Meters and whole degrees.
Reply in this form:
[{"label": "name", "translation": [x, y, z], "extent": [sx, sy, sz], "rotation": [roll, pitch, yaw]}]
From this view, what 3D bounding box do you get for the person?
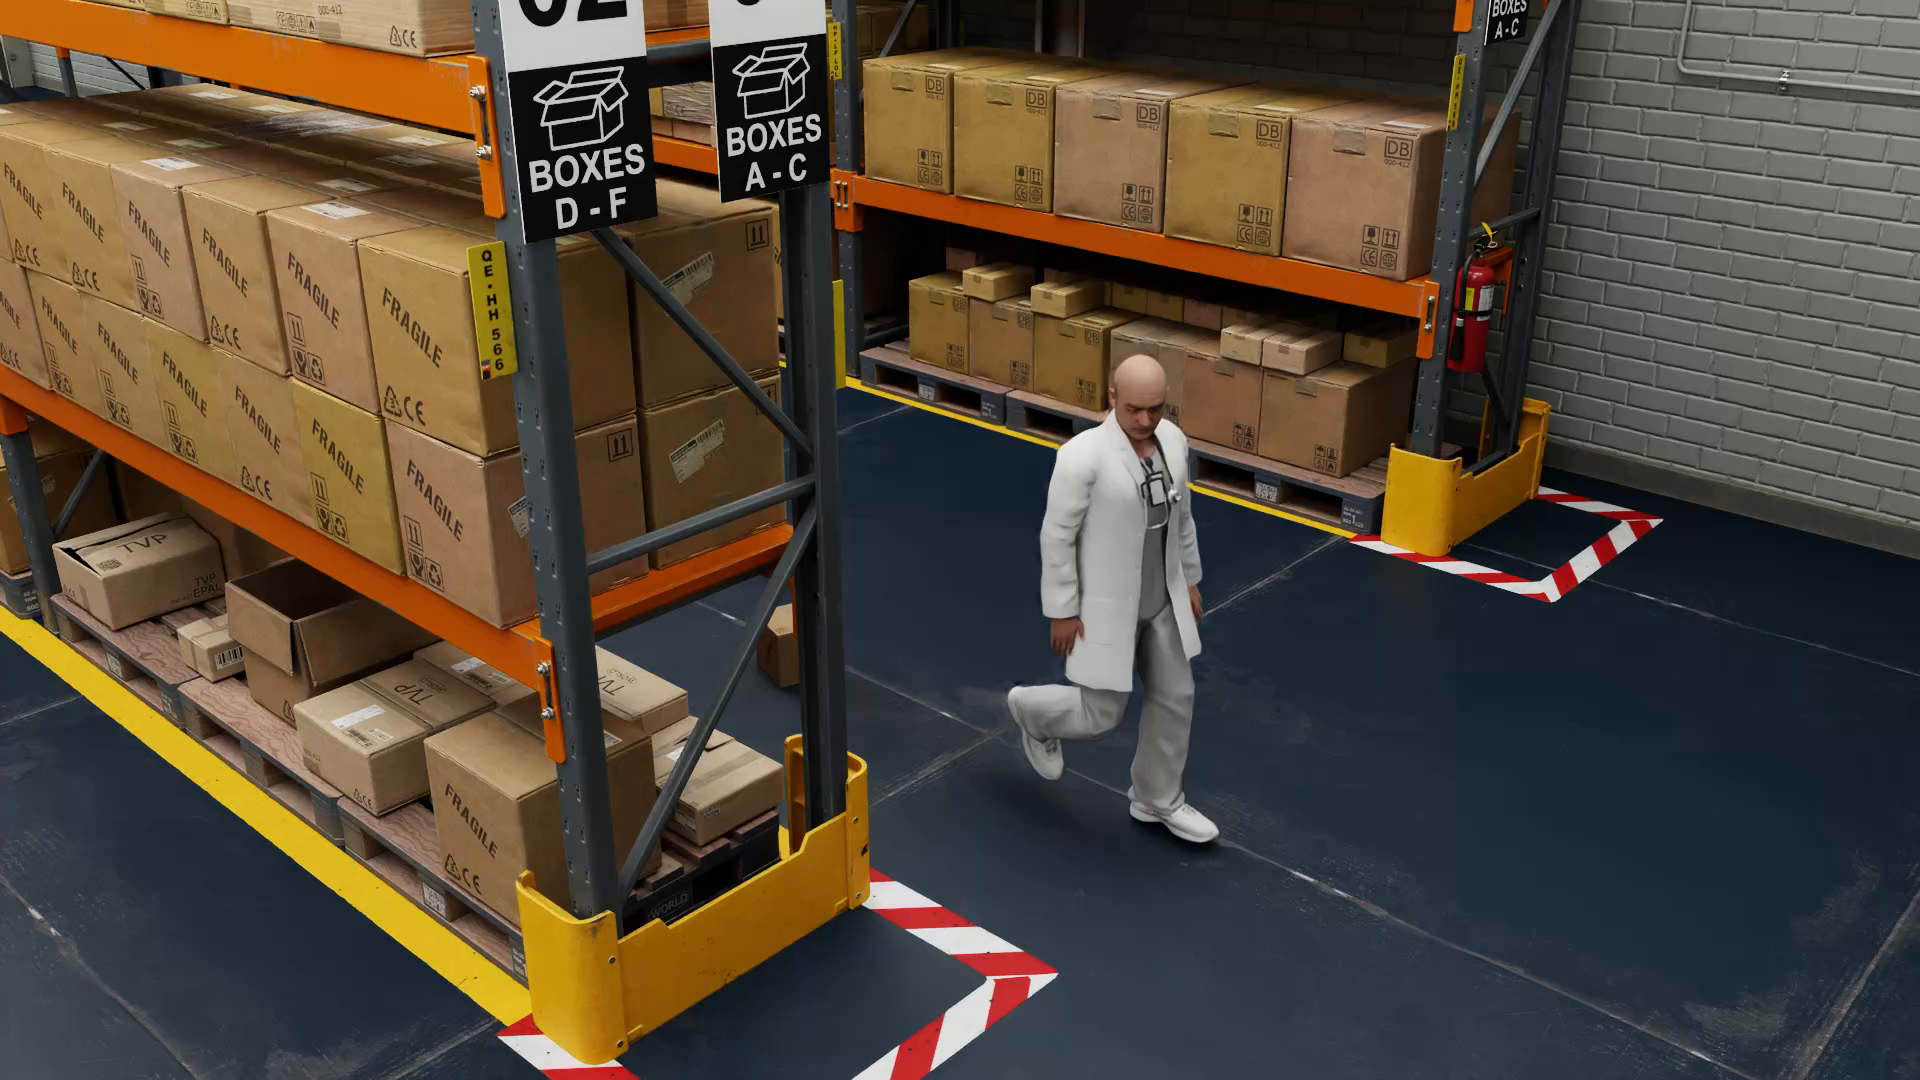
[{"label": "person", "translation": [0.528, 0.180, 5.691], "extent": [0.669, 1.750, 0.831], "rotation": [-16, 28, -33]}]
